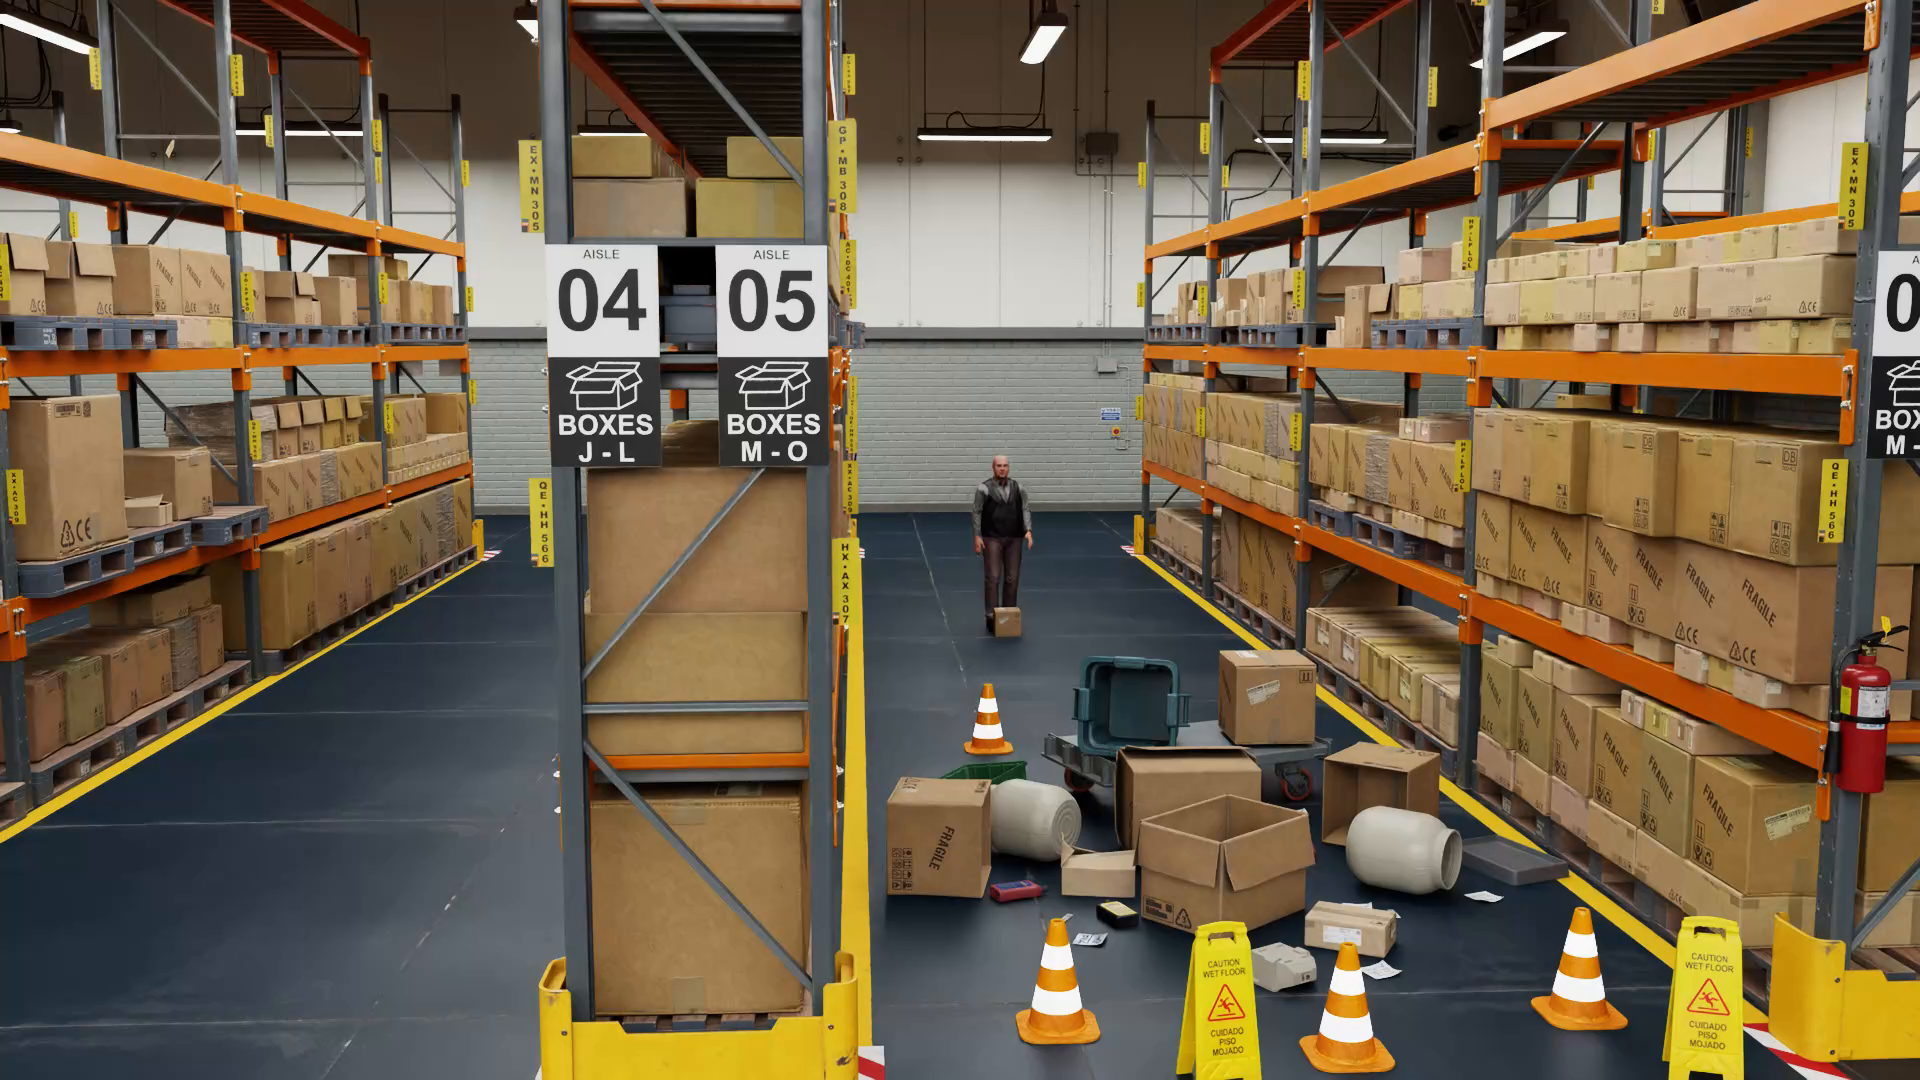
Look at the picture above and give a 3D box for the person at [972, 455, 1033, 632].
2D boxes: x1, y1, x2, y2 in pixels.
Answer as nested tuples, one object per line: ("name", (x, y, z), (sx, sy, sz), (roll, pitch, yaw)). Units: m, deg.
("person", (0.446, 0.027, 16.627), (0.591, 1.740, 0.526), (-2, 7, -16))
